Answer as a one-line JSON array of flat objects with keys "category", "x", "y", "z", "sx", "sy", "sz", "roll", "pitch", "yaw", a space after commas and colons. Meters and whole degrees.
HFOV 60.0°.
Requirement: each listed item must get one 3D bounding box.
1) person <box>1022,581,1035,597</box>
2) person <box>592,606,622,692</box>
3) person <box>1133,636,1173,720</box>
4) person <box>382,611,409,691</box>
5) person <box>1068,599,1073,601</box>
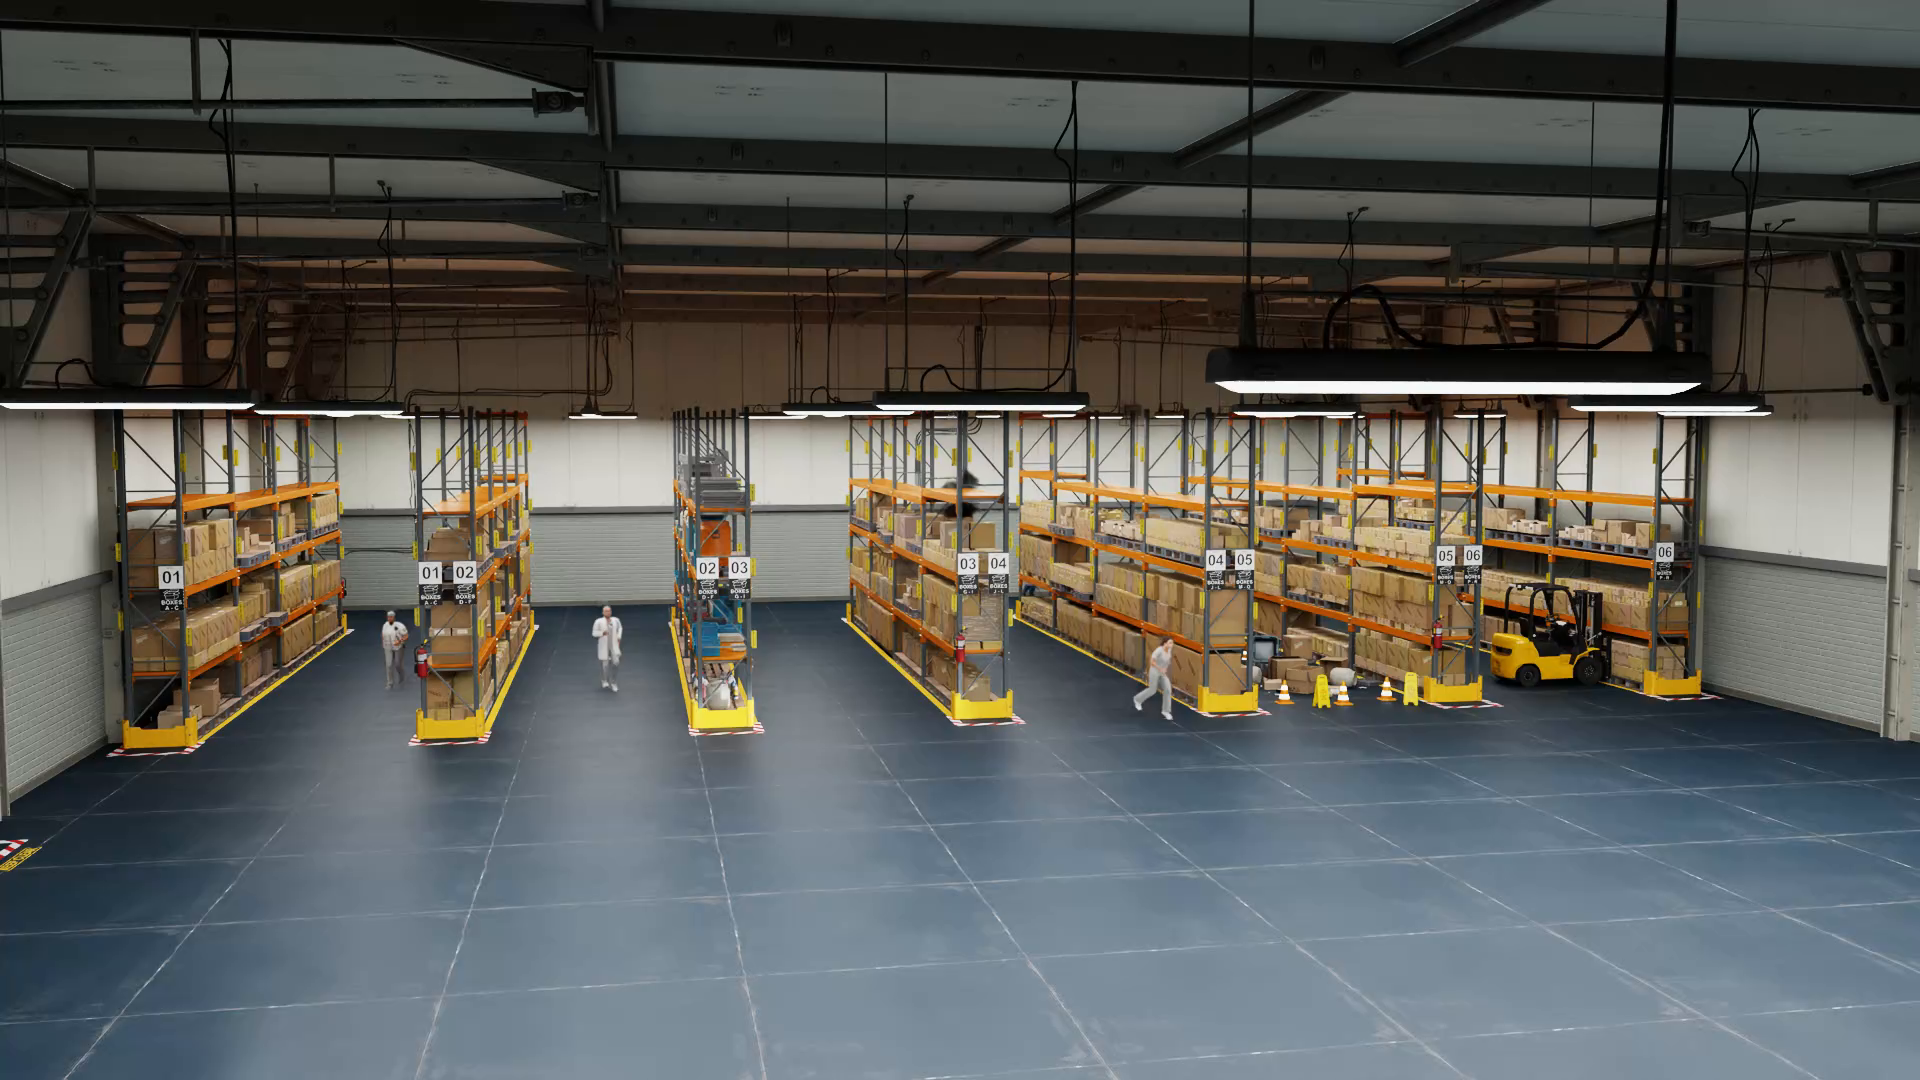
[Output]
[{"category": "person", "x": 2.082, "y": 1.357, "z": 50.102, "sx": 0.627, "sy": 1.558, "sz": 0.508, "roll": -3, "pitch": 5, "yaw": -40}, {"category": "person", "x": -7.483, "y": 2.321, "z": 35.419, "sx": 0.685, "sy": 1.826, "sz": 0.777, "roll": -2, "pitch": 4, "yaw": -23}, {"category": "person", "x": 3.795, "y": 2.638, "z": 32.346, "sx": 1.011, "sy": 1.627, "sz": 0.594, "roll": 4, "pitch": 6, "yaw": 43}, {"category": "person", "x": -12.092, "y": 2.349, "z": 35.574, "sx": 0.599, "sy": 1.653, "sz": 0.837, "roll": 0, "pitch": 4, "yaw": -3}, {"category": "person", "x": 3.420, "y": 1.403, "z": 49.263, "sx": 0.661, "sy": 1.716, "sz": 0.683, "roll": -3, "pitch": 5, "yaw": -32}]
